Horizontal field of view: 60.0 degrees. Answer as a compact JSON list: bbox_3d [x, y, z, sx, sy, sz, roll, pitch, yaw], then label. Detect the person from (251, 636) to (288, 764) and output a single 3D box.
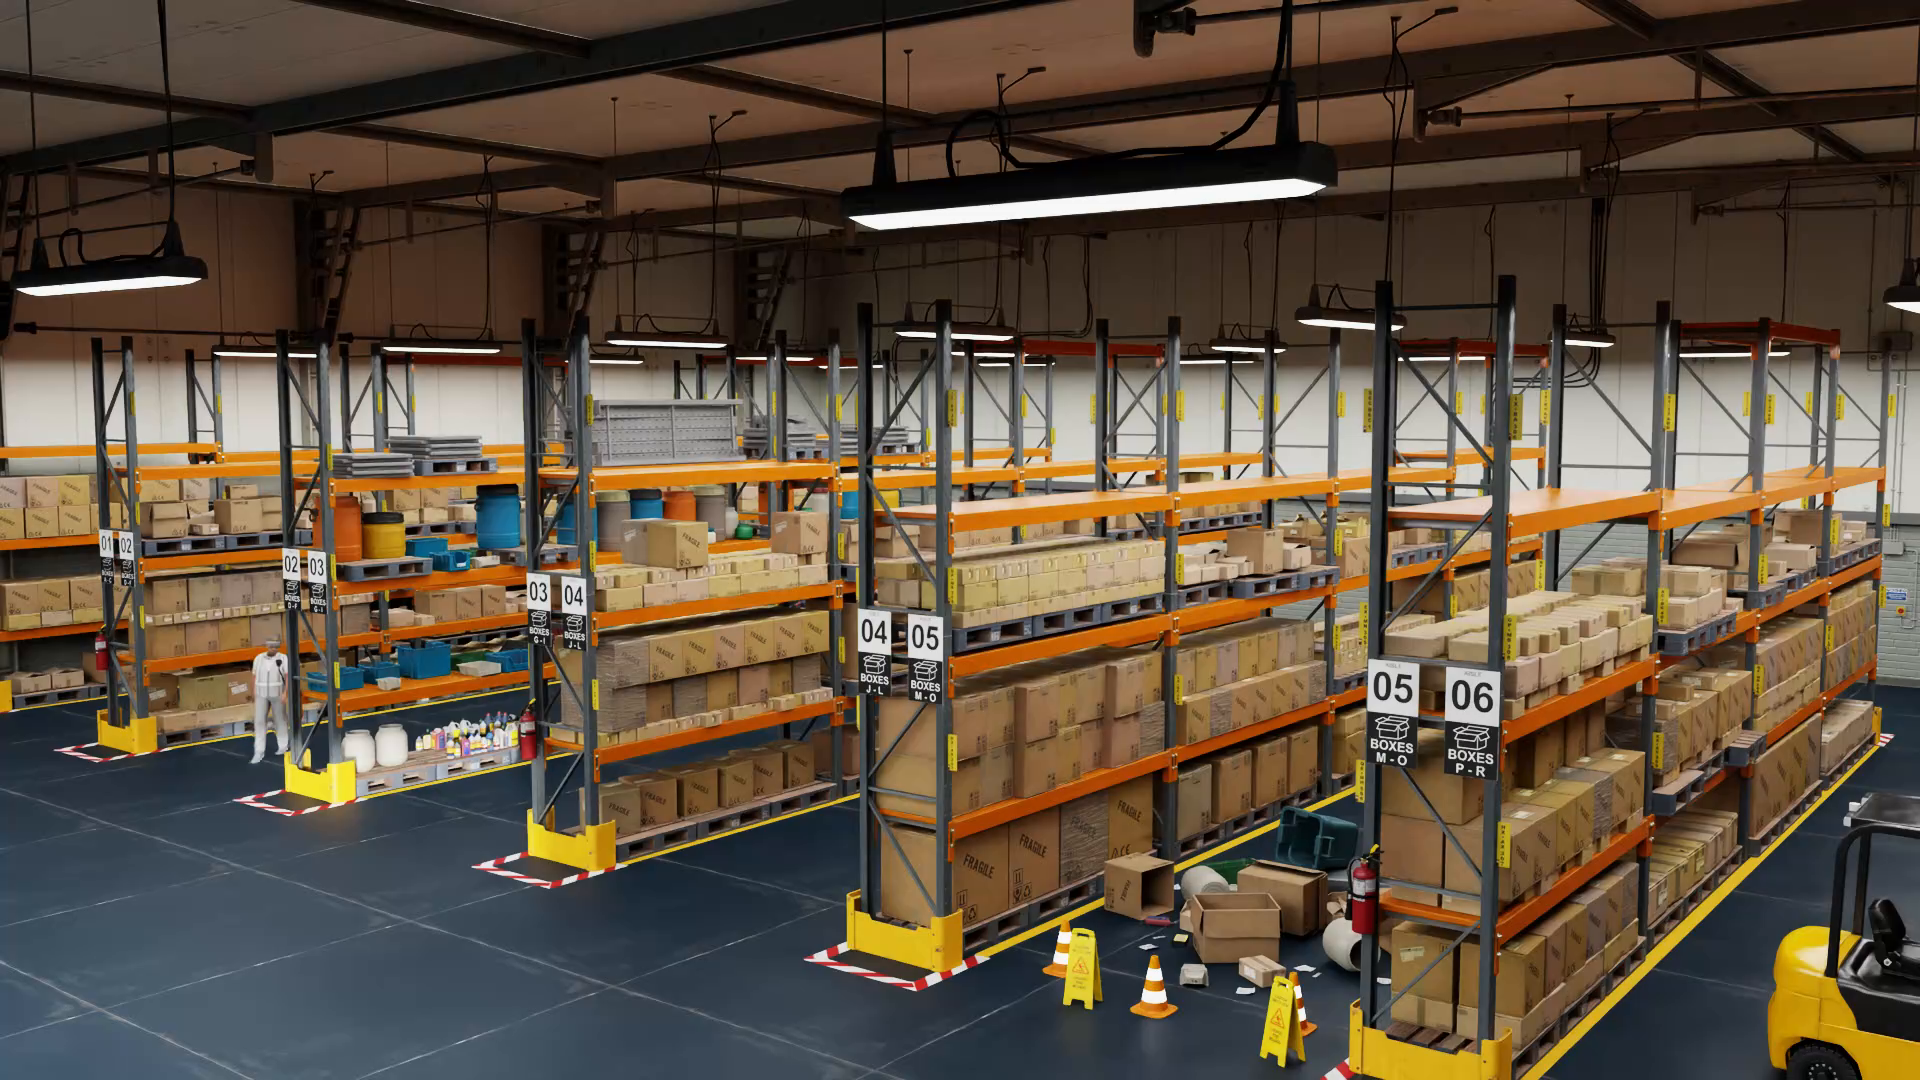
[{"bbox_3d":[-9.842,2.259,23.736,0.564,1.749,0.797,-1,5,-13],"label":"person"}]
